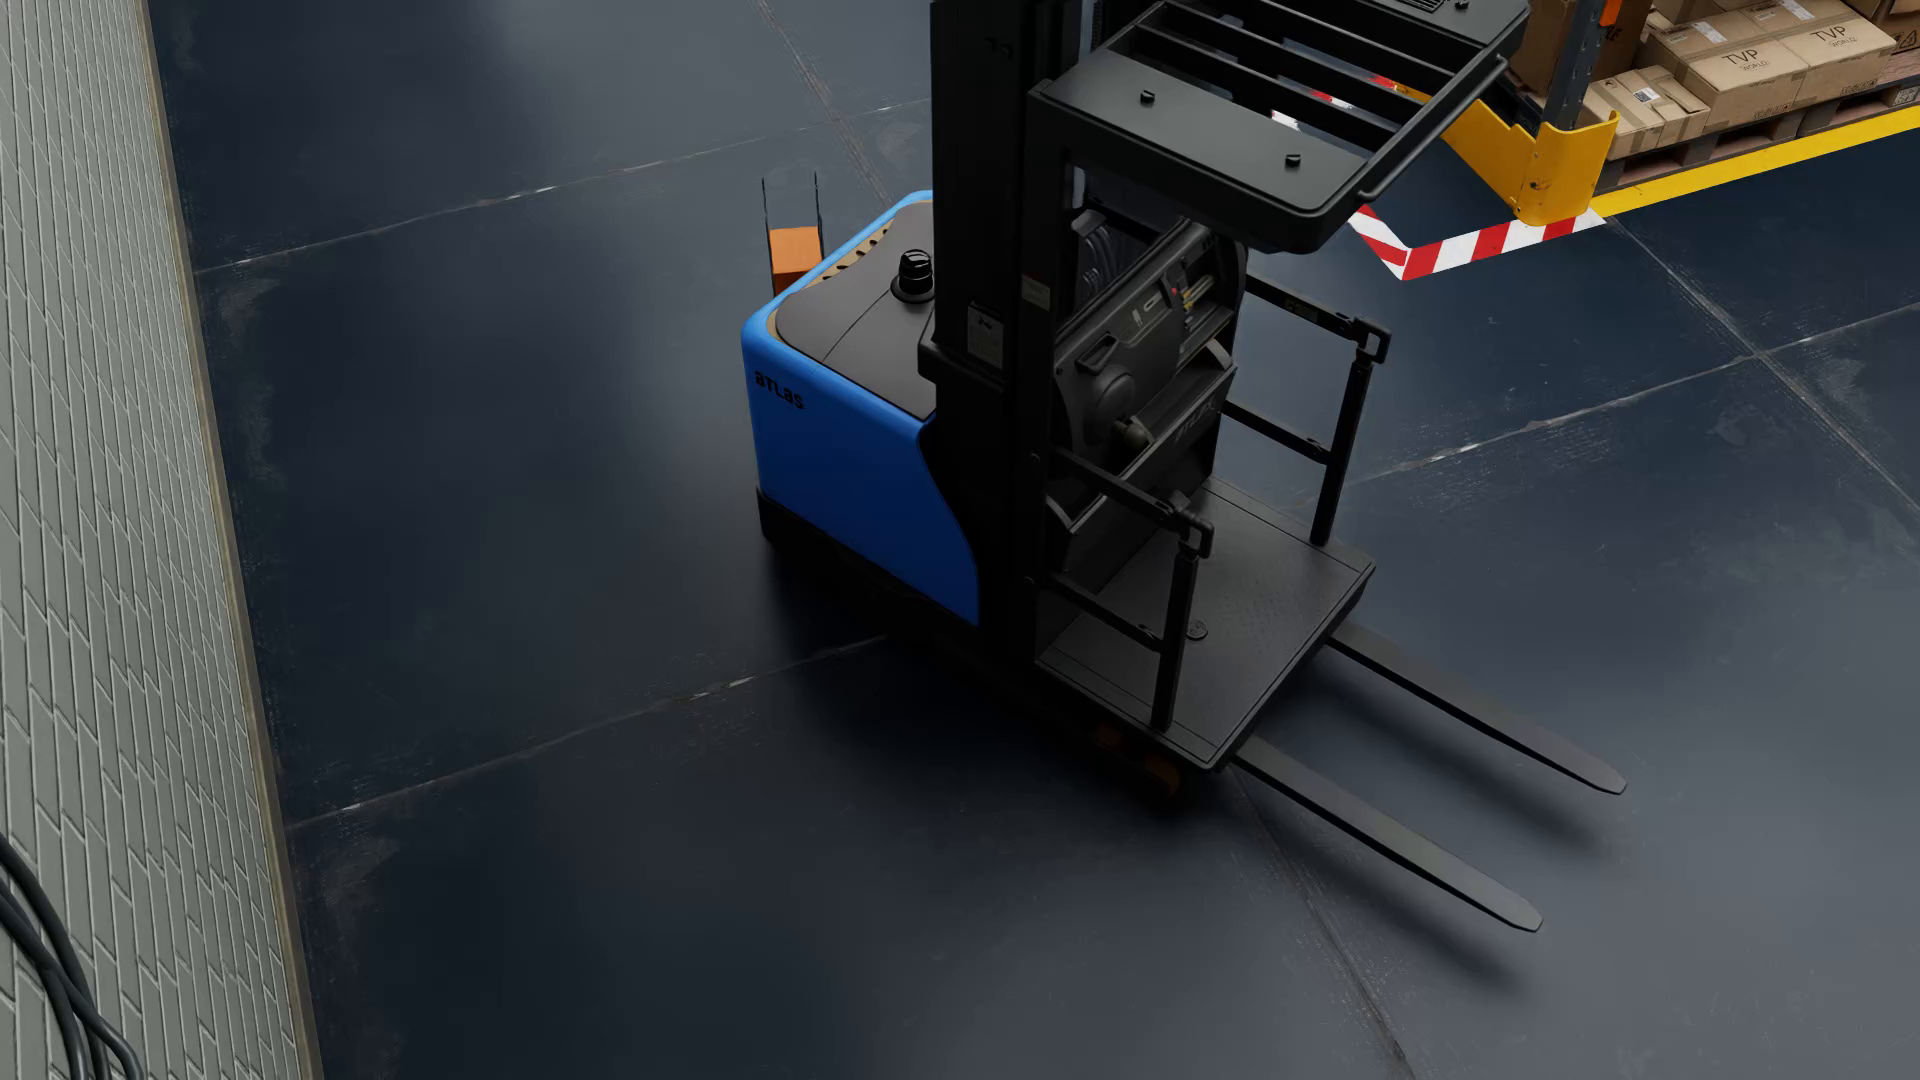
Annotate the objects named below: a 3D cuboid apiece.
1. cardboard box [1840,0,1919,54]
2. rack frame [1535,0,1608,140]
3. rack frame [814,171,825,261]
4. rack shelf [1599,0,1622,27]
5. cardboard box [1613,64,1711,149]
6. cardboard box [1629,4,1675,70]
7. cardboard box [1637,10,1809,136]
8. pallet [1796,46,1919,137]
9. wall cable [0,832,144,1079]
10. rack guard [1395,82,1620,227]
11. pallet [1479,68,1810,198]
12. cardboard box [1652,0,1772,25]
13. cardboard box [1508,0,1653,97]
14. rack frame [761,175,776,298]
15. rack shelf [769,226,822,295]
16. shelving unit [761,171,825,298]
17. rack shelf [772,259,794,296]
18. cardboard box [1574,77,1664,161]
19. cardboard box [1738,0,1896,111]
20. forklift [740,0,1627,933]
[{"bbox_3d":[4.382,-2.740,7.981,0.637,0.503,0.797,-17,52,-14],"label":"cardboard box"},{"bbox_3d":[2.416,-2.805,6.681,0.127,3.000,1.000,-17,52,-14],"label":"rack frame"},{"bbox_3d":[-0.488,-0.800,6.146,0.006,1.200,0.240,-6,50,-5],"label":"rack frame"},{"bbox_3d":[4.268,-3.144,7.447,4.000,0.370,1.077,-17,52,-14],"label":"rack shelf"},{"bbox_3d":[3.165,-1.976,7.547,0.250,0.166,0.380,-17,52,-14],"label":"cardboard box"},{"bbox_3d":[3.236,-2.407,7.917,0.250,0.166,0.380,-17,52,-14],"label":"cardboard box"},{"bbox_3d":[3.490,-2.152,7.644,0.500,0.250,0.500,-17,52,-14],"label":"cardboard box"},{"bbox_3d":[4.352,-2.494,8.253,1.213,0.211,1.003,-17,52,-14],"label":"pallet"},{"bbox_3d":[-1.078,1.102,1.419,0.112,2.526,3.097,-17,52,-14],"label":"wall cable"},{"bbox_3d":[2.487,-2.012,7.649,0.348,0.500,1.175,-17,52,-14],"label":"rack guard"},{"bbox_3d":[3.224,-2.147,7.955,1.213,0.211,1.003,-17,52,-14],"label":"pallet"},{"bbox_3d":[3.717,-2.633,8.056,0.500,0.250,0.500,-17,52,-14],"label":"cardboard box"},{"bbox_3d":[2.827,-2.463,7.745,0.500,0.500,0.500,-17,52,-14],"label":"cardboard box"},{"bbox_3d":[-0.669,-0.781,6.130,0.006,1.200,0.240,-6,50,-5],"label":"rack frame"},{"bbox_3d":[-0.578,-0.996,5.899,0.180,0.103,0.258,-6,50,-5],"label":"rack shelf"},{"bbox_3d":[-0.578,-0.791,6.138,0.189,1.200,0.258,-6,50,-5],"label":"shelving unit"},{"bbox_3d":[-0.578,-0.918,5.990,0.180,0.103,0.258,-6,50,-5],"label":"rack shelf"},{"bbox_3d":[2.934,-1.898,7.492,0.250,0.149,0.380,-17,52,-14],"label":"cardboard box"},{"bbox_3d":[3.953,-2.296,7.767,0.500,0.250,0.500,-17,52,-14],"label":"cardboard box"},{"bbox_3d":[0.732,-0.550,4.790,3.031,2.935,1.130,31,56,24],"label":"forklift"}]
